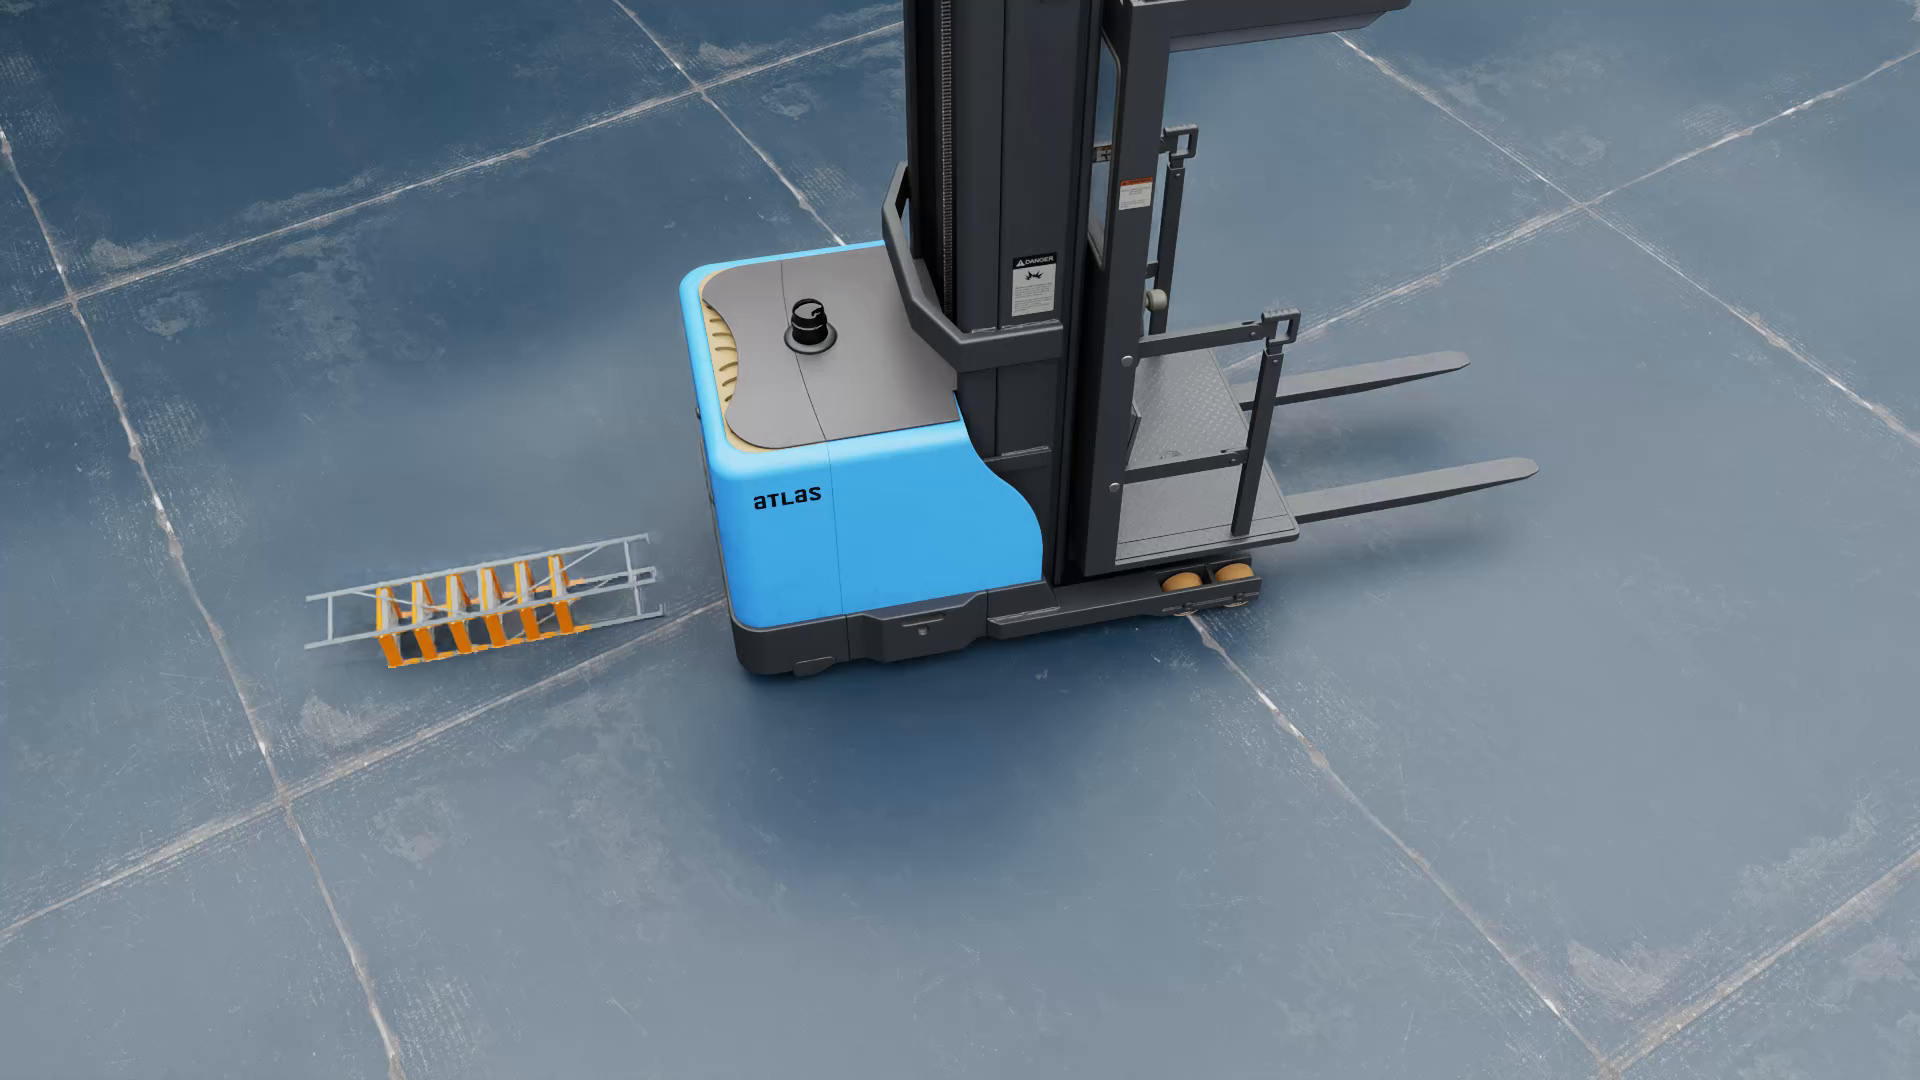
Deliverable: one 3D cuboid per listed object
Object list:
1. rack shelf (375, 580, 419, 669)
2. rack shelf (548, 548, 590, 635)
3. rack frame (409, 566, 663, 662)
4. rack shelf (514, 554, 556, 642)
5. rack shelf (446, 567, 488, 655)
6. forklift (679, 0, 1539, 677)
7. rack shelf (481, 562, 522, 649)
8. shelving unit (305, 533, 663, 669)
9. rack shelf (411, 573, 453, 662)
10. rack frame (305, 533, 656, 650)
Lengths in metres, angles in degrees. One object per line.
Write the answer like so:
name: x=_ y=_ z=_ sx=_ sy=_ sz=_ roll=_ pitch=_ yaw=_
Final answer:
rack shelf: x=-1.989 y=0.295 z=5.869 sx=0.103 sy=0.180 sz=0.258 roll=-11 pitch=49 yaw=-9
rack shelf: x=-1.407 y=0.183 z=5.961 sx=0.103 sy=0.180 sz=0.258 roll=-11 pitch=49 yaw=-9
rack frame: x=-1.682 y=0.297 z=5.985 sx=1.200 sy=0.006 sz=0.240 roll=-11 pitch=49 yaw=-9
rack shelf: x=-1.523 y=0.205 z=5.942 sx=0.103 sy=0.180 sz=0.258 roll=-11 pitch=49 yaw=-9
rack shelf: x=-1.756 y=0.250 z=5.905 sx=0.103 sy=0.180 sz=0.258 roll=-11 pitch=49 yaw=-9
forklift: x=0.607 y=-1.078 z=5.247 sx=3.031 sy=2.935 sz=1.130 roll=-10 pitch=49 yaw=-8
rack shelf: x=-1.640 y=0.228 z=5.924 sx=0.103 sy=0.180 sz=0.258 roll=-11 pitch=49 yaw=-9
shelving unit: x=-1.683 y=0.236 z=5.917 sx=1.200 sy=0.189 sz=0.258 roll=-11 pitch=49 yaw=-9
rack shelf: x=-1.872 y=0.272 z=5.887 sx=0.103 sy=0.180 sz=0.258 roll=-11 pitch=49 yaw=-9
rack frame: x=-1.684 y=0.175 z=5.849 sx=1.200 sy=0.006 sz=0.240 roll=-11 pitch=49 yaw=-9
